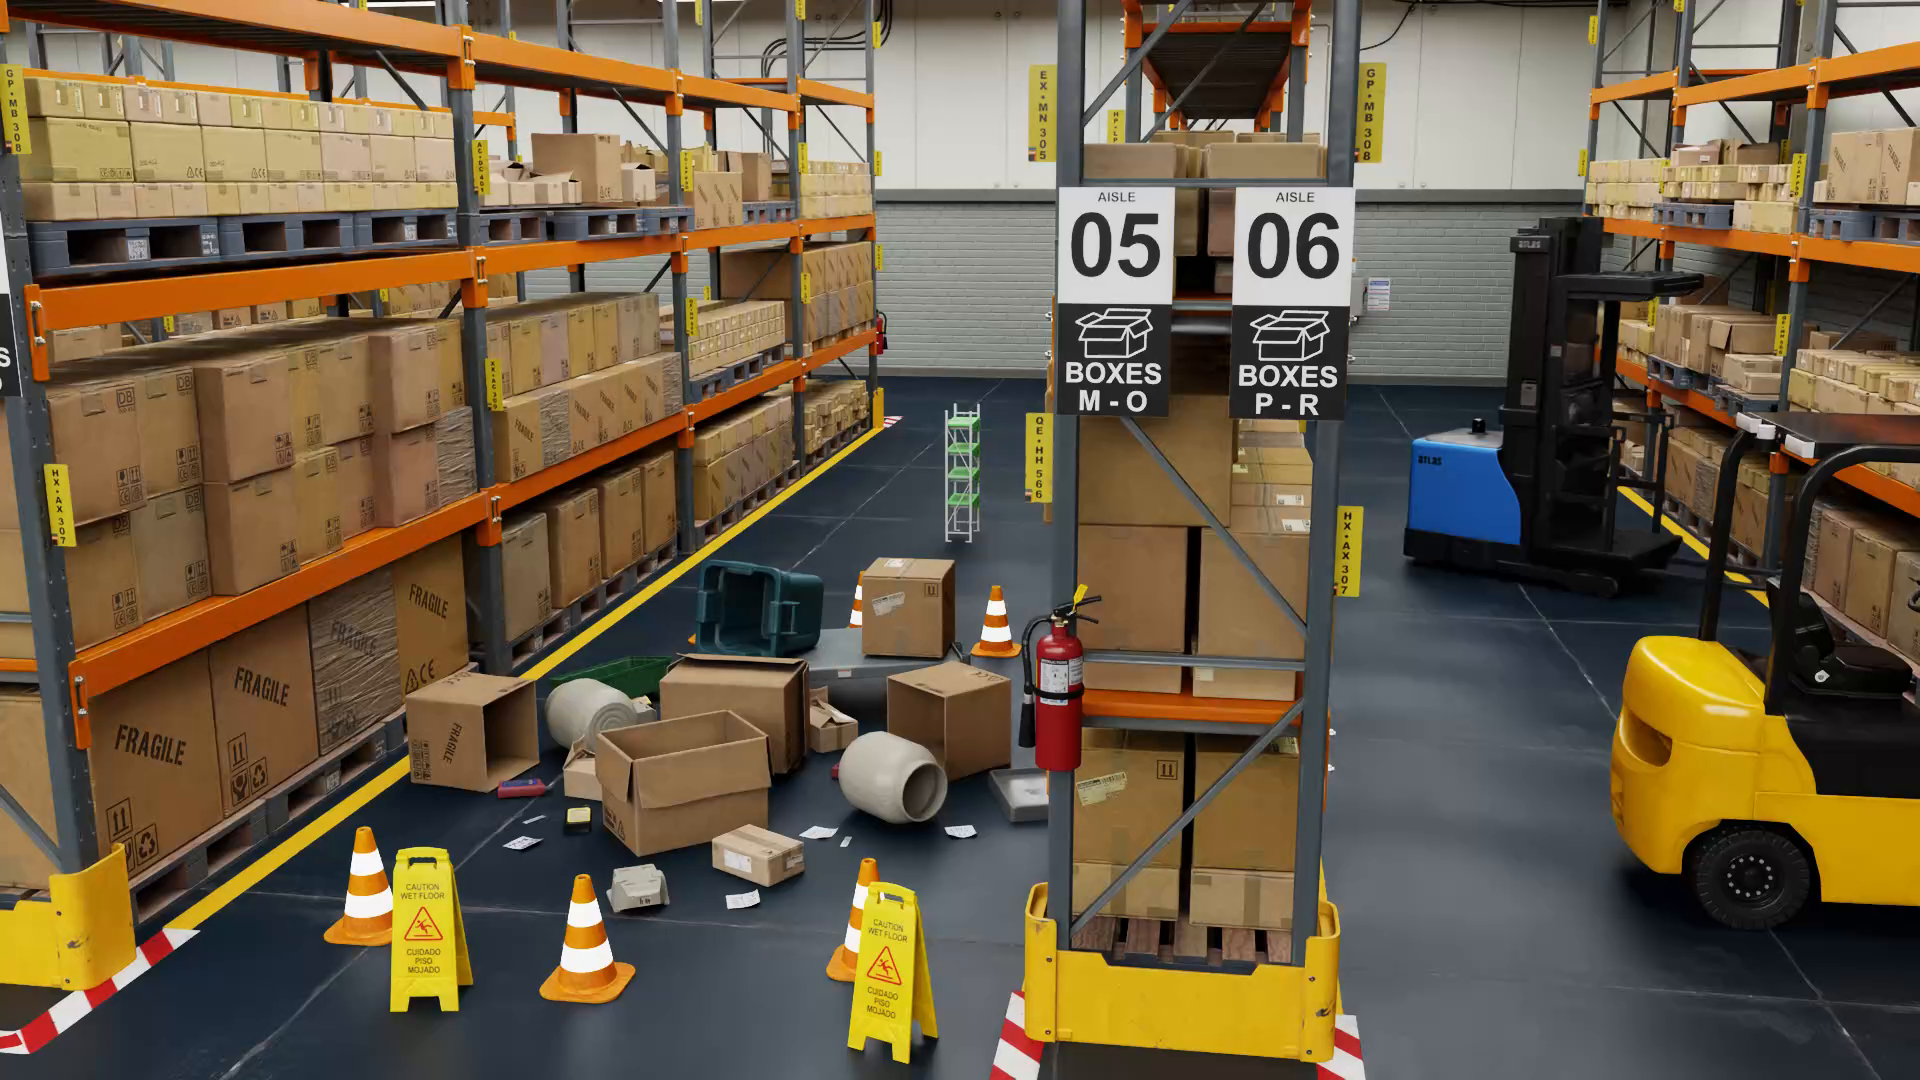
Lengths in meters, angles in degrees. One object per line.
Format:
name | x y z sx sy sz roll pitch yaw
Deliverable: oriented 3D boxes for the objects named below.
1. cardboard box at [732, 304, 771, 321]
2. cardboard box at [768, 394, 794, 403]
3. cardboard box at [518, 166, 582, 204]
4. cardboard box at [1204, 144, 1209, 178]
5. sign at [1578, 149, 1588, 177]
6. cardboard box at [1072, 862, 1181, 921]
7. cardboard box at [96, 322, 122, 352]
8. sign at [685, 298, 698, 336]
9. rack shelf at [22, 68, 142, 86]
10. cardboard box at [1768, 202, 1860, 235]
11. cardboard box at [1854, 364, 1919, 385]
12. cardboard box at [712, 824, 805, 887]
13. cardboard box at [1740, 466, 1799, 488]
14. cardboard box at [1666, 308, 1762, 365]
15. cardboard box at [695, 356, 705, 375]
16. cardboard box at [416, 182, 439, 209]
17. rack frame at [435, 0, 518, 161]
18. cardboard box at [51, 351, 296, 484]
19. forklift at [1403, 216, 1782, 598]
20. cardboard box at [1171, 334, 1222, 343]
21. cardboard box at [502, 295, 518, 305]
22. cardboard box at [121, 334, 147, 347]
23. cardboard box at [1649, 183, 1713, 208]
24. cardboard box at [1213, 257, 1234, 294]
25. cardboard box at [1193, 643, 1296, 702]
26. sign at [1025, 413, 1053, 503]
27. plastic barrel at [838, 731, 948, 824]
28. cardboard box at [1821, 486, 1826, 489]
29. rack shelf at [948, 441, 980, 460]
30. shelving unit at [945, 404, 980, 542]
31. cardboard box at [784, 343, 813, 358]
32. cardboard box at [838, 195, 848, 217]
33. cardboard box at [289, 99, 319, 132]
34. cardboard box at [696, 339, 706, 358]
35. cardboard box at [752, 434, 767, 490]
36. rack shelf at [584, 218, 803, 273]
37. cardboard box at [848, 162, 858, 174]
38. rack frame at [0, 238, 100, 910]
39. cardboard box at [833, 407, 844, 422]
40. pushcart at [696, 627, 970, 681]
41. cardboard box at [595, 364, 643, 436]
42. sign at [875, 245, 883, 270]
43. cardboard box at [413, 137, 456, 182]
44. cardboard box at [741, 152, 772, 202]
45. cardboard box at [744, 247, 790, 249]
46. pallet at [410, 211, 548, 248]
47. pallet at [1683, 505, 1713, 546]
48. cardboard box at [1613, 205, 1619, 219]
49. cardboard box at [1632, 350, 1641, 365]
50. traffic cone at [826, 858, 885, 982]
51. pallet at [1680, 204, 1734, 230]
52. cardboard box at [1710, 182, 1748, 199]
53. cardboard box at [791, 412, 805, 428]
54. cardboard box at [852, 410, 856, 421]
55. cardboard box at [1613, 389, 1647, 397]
cardboard box | -2.180 -2.365 17.290 0.380 0.149 0.250 1 12 7
cardboard box | -2.157 -1.698 20.367 0.380 0.149 0.250 2 12 9
cardboard box | -2.962 -2.563 11.988 0.396 0.266 0.258 2 12 9
cardboard box | 1.112 -1.407 6.243 0.380 0.149 0.250 2 12 8
sign | 7.662 -4.635 20.444 0.100 0.325 0.005 2 12 9
cardboard box | 0.695 1.403 7.148 0.500 0.250 0.500 2 12 8
cardboard box | -7.773 -1.680 14.693 0.500 0.500 0.500 0 12 2
sign | -2.295 -1.907 14.230 0.100 0.325 0.005 2 12 9
rack shelf | -8.037 -3.509 12.830 1.077 0.370 4.000 2 12 9
cardboard box | 6.807 -2.567 13.275 0.500 0.250 0.500 1 12 7
cardboard box | 6.537 -1.150 11.689 0.380 0.149 0.250 2 12 9
cardboard box | -0.962 1.502 7.928 0.380 0.149 0.250 10 15 38
cardboard box | 6.805 -0.528 13.977 0.380 0.149 0.250 1 12 6
cardboard box | 7.208 -1.944 15.918 0.700 0.500 0.500 2 12 9
cardboard box | -2.534 -1.583 15.076 0.380 0.149 0.250 2 12 11
cardboard box | -3.238 -1.985 9.581 0.380 0.149 0.250 2 12 10
rack frame | -6.499 -6.138 22.371 1.000 3.000 0.127 2 12 9
cardboard box | -3.765 -0.600 7.994 0.875 0.550 0.550 2 12 9
forklift | 5.245 -1.099 13.392 3.031 2.935 1.130 11 16 42
cardboard box | 0.962 -0.775 8.411 0.700 0.500 0.500 2 12 7
cardboard box | -6.311 -3.168 22.480 0.500 0.250 0.500 2 12 8
cardboard box | -7.898 -1.700 15.779 0.500 0.500 0.500 2 12 10
cardboard box | 7.410 -3.539 17.079 0.500 0.250 0.500 2 12 9
cardboard box | 1.156 -1.013 6.308 0.380 0.149 0.250 1 12 7
cardboard box | 1.089 0.505 6.382 0.380 0.149 0.250 2 12 9
sign | 0.287 -0.296 6.006 0.100 0.325 0.005 2 12 9
plastic barrel | -0.346 1.227 8.553 0.421 0.421 0.512 -10 16 -40
cardboard box | 7.405 -0.222 14.098 0.500 0.500 0.500 2 12 9
rack shelf | 0.025 -0.793 15.246 0.258 0.148 0.480 2 12 9
shelving unit | 0.025 -0.621 15.283 0.258 1.200 0.503 2 12 9
cardboard box | -1.862 -2.116 18.547 0.380 0.149 0.250 2 12 11
cardboard box | -1.645 -3.993 19.893 0.500 0.250 0.500 2 12 11
cardboard box | -3.433 -2.110 8.272 0.380 0.149 0.250 2 12 9
cardboard box | -2.531 -1.737 15.082 0.380 0.149 0.250 2 12 11
cardboard box | -2.256 -0.799 16.772 0.500 0.500 0.500 2 12 7
rack shelf | -2.536 -2.889 16.124 1.077 0.370 4.000 2 12 9
cardboard box | -1.481 -4.617 20.657 0.380 0.149 0.250 2 12 10
rack frame | -4.074 0.307 6.705 1.000 3.000 0.127 2 12 9
cardboard box | -1.630 -1.534 20.313 0.380 0.149 0.250 2 12 9
pushcart | -0.813 0.832 10.493 1.648 0.377 0.936 -2 12 -11
cardboard box | -2.803 -1.097 12.982 0.500 0.500 0.500 2 12 8
sign | -1.068 -3.722 21.902 0.100 0.325 0.005 2 12 9
cardboard box | -3.281 -2.207 9.668 0.500 0.250 0.500 2 12 8
cardboard box | -2.396 -3.836 17.576 0.700 0.500 0.500 2 12 9
cardboard box | -2.257 -3.194 19.636 0.500 0.500 0.500 2 12 10
pallet | -3.367 -2.091 11.166 0.805 0.209 1.217 1 12 6
pallet | 7.310 -0.103 15.227 1.003 0.211 1.213 2 12 9
cardboard box | 7.588 -3.693 18.742 0.380 0.149 0.250 2 12 9
cardboard box | 7.417 -1.953 17.789 0.380 0.149 0.250 2 12 10
traffic cone | -0.376 1.555 6.935 0.336 0.463 0.334 2 12 9
pallet | 7.257 -2.917 14.989 1.213 0.211 1.003 2 12 9
cardboard box | 6.933 -3.119 14.845 0.380 0.149 0.250 2 12 10
cardboard box | -1.971 -1.358 18.791 0.380 0.149 0.250 2 12 11
cardboard box | -1.554 -1.610 21.370 0.380 0.149 0.250 2 12 8
cardboard box | 8.011 -1.585 20.413 0.797 0.503 0.637 1 12 6
